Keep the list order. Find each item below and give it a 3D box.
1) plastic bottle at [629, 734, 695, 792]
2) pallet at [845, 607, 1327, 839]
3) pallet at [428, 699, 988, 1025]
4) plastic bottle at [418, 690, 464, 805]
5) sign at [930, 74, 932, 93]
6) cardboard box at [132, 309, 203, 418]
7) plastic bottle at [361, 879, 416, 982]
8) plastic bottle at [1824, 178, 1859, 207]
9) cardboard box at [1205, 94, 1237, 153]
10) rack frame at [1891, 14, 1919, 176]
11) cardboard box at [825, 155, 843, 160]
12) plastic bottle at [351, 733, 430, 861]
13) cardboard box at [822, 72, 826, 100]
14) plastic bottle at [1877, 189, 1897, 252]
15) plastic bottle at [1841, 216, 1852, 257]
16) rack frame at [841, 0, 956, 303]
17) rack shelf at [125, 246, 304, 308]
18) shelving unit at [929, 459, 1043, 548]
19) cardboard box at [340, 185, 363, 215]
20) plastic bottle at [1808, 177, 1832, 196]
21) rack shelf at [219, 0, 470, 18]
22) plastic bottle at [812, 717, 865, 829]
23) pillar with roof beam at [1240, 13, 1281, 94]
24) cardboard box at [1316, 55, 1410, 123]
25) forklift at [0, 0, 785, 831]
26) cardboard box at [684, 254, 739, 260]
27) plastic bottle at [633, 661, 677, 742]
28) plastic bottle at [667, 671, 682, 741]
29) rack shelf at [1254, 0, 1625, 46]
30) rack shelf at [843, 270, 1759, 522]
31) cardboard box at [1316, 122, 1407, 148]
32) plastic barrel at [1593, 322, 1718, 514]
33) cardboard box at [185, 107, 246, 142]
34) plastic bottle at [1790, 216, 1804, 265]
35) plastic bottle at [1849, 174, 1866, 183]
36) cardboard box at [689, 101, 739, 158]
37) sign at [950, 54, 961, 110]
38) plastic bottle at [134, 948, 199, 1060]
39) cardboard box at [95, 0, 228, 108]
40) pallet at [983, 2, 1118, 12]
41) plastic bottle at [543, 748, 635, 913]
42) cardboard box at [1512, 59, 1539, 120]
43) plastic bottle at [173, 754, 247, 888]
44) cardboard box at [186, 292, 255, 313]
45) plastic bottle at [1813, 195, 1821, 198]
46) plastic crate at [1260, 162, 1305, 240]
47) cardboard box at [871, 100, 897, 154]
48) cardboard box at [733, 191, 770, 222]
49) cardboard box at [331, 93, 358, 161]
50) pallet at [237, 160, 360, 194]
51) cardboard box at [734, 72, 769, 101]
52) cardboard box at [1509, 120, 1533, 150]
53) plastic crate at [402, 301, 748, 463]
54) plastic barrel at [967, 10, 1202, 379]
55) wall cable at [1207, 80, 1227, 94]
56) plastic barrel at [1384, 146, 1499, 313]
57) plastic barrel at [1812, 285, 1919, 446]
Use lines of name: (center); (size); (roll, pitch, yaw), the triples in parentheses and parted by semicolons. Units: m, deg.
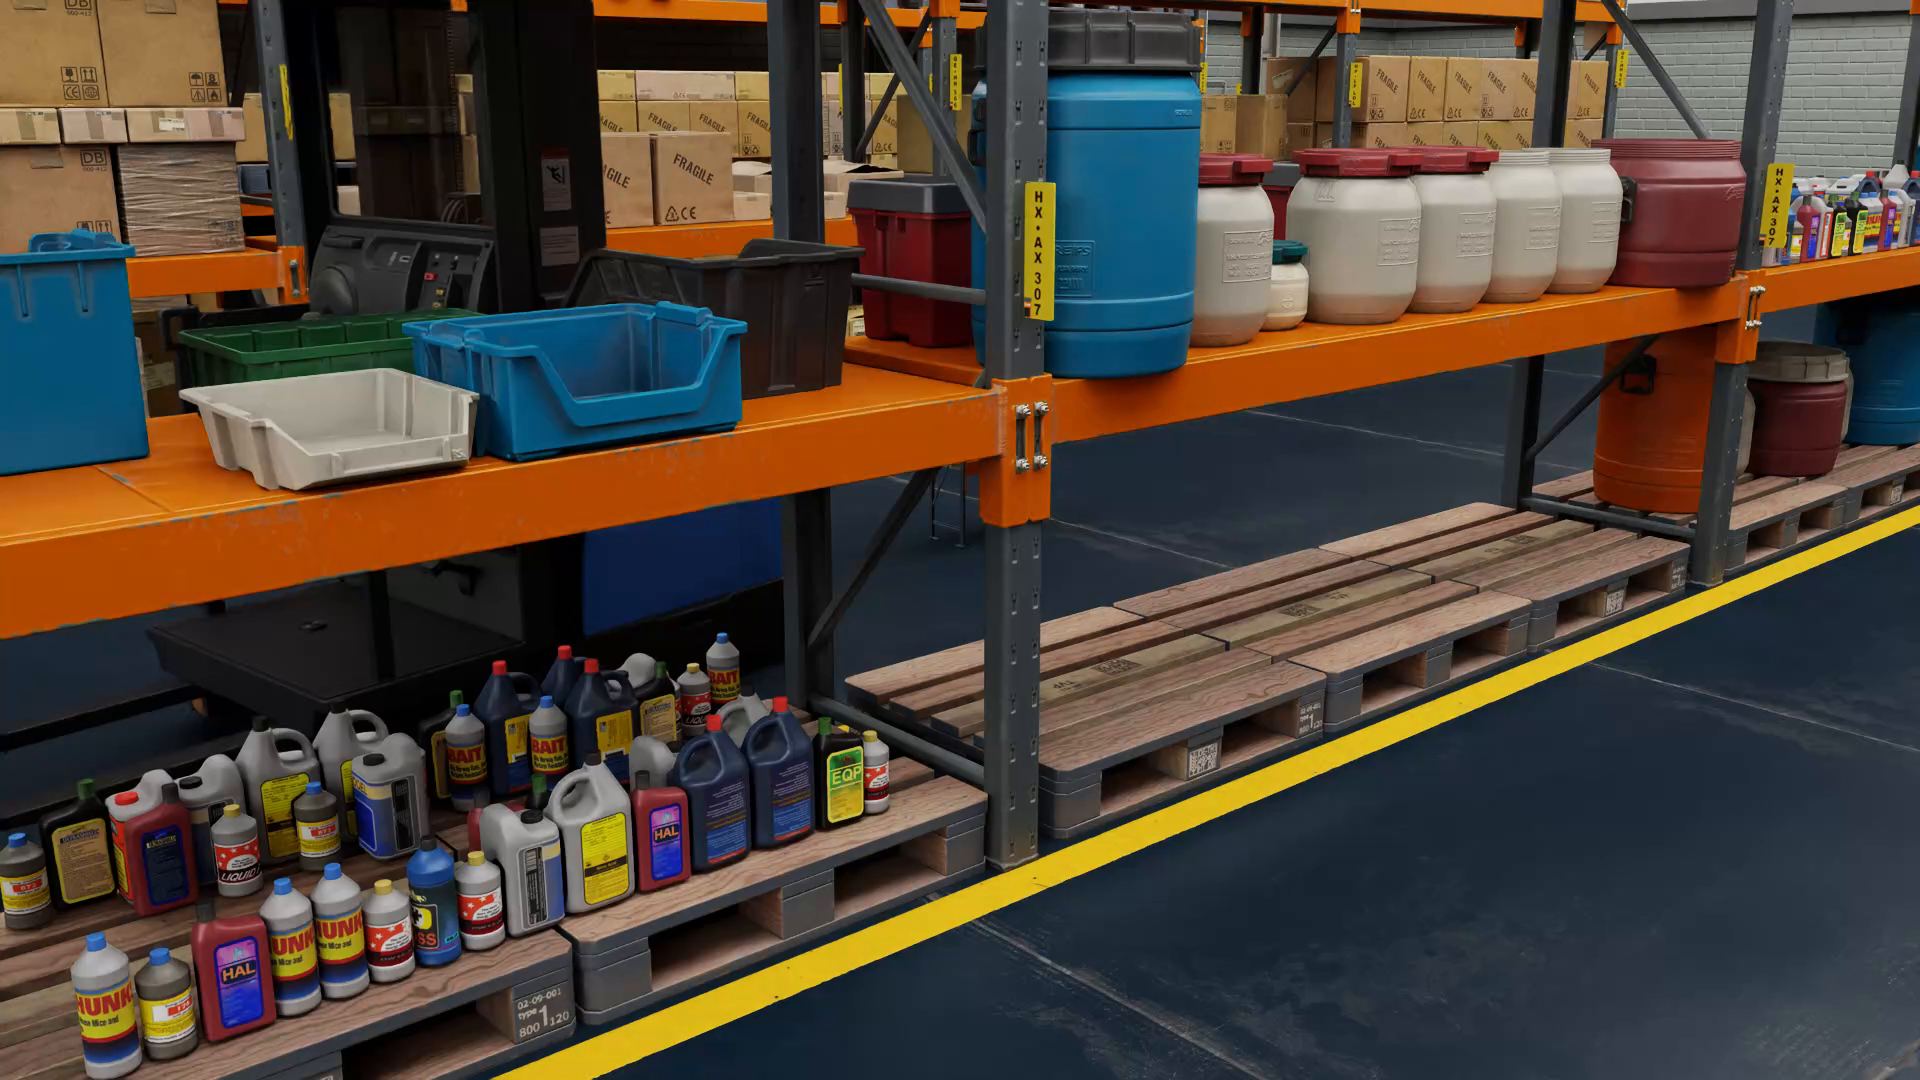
plastic bottle: (-0.719, 0.607, 4.091); (0.135, 0.276, 0.152); (-13, 19, -39)
pallet: (0.405, 0.537, 5.330); (1.213, 0.211, 1.003); (-13, 19, -39)
pallet: (-0.696, 0.783, 4.408); (1.213, 0.211, 1.003); (-13, 19, -39)
plastic bottle: (-1.337, 0.538, 4.334); (0.133, 0.283, 0.061); (-12, 19, -37)
sign: (-0.266, -4.371, 16.210); (0.005, 0.325, 0.100); (-13, 19, -39)
cardboard box: (-3.966, -0.854, 8.195); (0.500, 0.500, 0.500); (-13, 19, -39)
plastic bottle: (-1.198, 0.809, 3.478); (0.097, 0.201, 0.097); (0, 15, 0)
plastic bottle: (4.675, -1.774, 8.820); (0.135, 0.276, 0.152); (-13, 19, -39)
cardboard box: (1.643, -3.075, 12.443); (0.500, 0.500, 0.700); (-9, 17, -31)
rack frame: (5.873, -2.025, 9.518); (0.127, 3.000, 1.000); (-13, 19, -39)
cardboard box: (-1.260, -3.591, 15.828); (0.250, 0.149, 0.380); (-13, 19, -39)
plastic bottle: (-1.390, 0.618, 4.048); (0.135, 0.276, 0.152); (-13, 19, -39)
cardboard box: (-1.591, -4.217, 15.464); (0.500, 0.250, 0.500); (-12, 19, -38)
plastic bottle: (4.296, -1.488, 7.734); (0.133, 0.283, 0.061); (-13, 19, -39)
plastic bottle: (3.950, -1.377, 7.477); (0.097, 0.201, 0.097); (0, 15, 0)
rack frame: (-0.393, -2.312, 10.593); (0.127, 3.000, 1.000); (-13, 19, -39)
rack shelf: (-4.919, -0.948, 6.881); (4.000, 0.370, 1.077); (-13, 19, -39)
shelving unit: (0.125, -0.608, 7.700); (0.503, 1.200, 0.258); (-13, 19, -39)
cardboard box: (-3.068, -1.654, 8.420); (0.500, 0.250, 0.500); (-11, 19, -36)
plastic bottle: (4.576, -1.804, 8.931); (0.135, 0.276, 0.152); (-13, 19, -39)
rack shelf: (-5.156, -4.039, 12.639); (4.000, 0.370, 1.077); (-13, 19, -39)
plastic bottle: (-0.308, 0.576, 4.192); (0.133, 0.283, 0.061); (-11, 19, -37)
pillar with roof beam: (6.683, -7.317, 17.706); (0.400, 9.000, 9.100); (-13, 19, -39)
cardboard box: (3.165, -3.546, 13.082); (0.500, 0.500, 0.500); (-12, 19, -38)
forklift: (-1.891, -0.798, 5.057); (1.130, 2.935, 3.031); (12, 19, 38)
cardboard box: (-2.342, -2.686, 15.346); (0.750, 0.750, 0.750); (-13, 20, -40)
plastic bottle: (-0.845, 0.480, 4.553); (0.133, 0.283, 0.061); (-13, 19, -39)
plastic bottle: (-0.843, 0.473, 4.737); (0.097, 0.201, 0.097); (0, 15, 0)
rack shelf: (4.133, -4.430, 14.104); (4.000, 0.370, 1.077); (-13, 19, -39)
rack shelf: (1.347, -0.661, 5.805); (4.000, 0.370, 1.077); (-13, 19, -39)
cardboard box: (3.188, -3.071, 13.242); (0.500, 0.500, 0.500); (-12, 19, -38)
plastic barrel: (3.214, -0.588, 7.529); (0.708, 0.830, 0.600); (-13, 19, -39)
cardboard box: (-3.475, -1.908, 7.631); (0.250, 0.149, 0.380); (-13, 20, -39)
plastic bottle: (3.573, -1.292, 7.161); (0.097, 0.201, 0.097); (0, 15, 0)
plastic bottle: (4.998, -1.899, 9.286); (0.135, 0.276, 0.152); (-13, 19, -39)
cardboard box: (-2.337, -3.681, 14.908); (0.500, 0.500, 0.500); (-13, 20, -40)
sign: (-0.026, -2.764, 10.042); (0.005, 0.325, 0.100); (-13, 19, -39)
plastic bottle: (-1.529, 0.883, 3.200); (0.097, 0.201, 0.097); (0, 15, 0)
cardboard box: (-3.741, -2.233, 7.590); (0.500, 0.500, 0.700); (-13, 19, -39)
pallet: (0.914, -5.702, 17.643); (1.213, 0.211, 1.003); (-13, 19, -39)
plastic bottle: (-0.847, 0.650, 3.784); (0.185, 0.351, 0.144); (-13, 20, -40)
cardboard box: (4.718, -3.895, 14.389); (0.500, 0.500, 0.500); (-12, 19, -38)
plastic bottle: (-1.769, 0.654, 3.914); (0.135, 0.276, 0.152); (-13, 20, -41)
cardboard box: (-5.764, -1.828, 12.774); (0.500, 0.500, 0.700); (-13, 20, -40)
plastic bottle: (3.809, -1.400, 7.428); (0.097, 0.271, 0.097); (0, 15, 0)
plastic crate: (1.436, -1.164, 6.171); (0.583, 0.464, 0.402); (-13, 19, -39)
cardboard box: (-0.813, -4.028, 16.208); (0.500, 0.500, 0.500); (-13, 20, -40)
cardboard box: (-1.318, -1.964, 9.776); (0.250, 0.149, 0.380); (-11, 18, -35)
cardboard box: (-4.921, -3.240, 13.020); (0.500, 0.500, 0.700); (-13, 19, -39)
pallet: (-5.114, -2.840, 12.941); (1.213, 0.211, 1.003); (-13, 19, -39)
cardboard box: (-1.975, -4.131, 15.140); (0.500, 0.250, 0.500); (-13, 20, -40)
cardboard box: (4.714, -3.415, 14.528); (0.500, 0.500, 0.500); (-12, 19, -39)
plastic crate: (-0.818, -0.357, 3.563); (0.616, 0.251, 0.499); (-13, 19, -39)
plastic barrel: (0.329, -0.918, 4.404); (0.708, 0.901, 0.600); (-13, 19, -39)
wall cable: (2.733, -5.523, 20.645); (1.851, 1.984, 0.084); (-13, 19, -39)
plastic barrel: (1.584, -1.052, 5.613); (0.433, 0.535, 0.433); (0, 15, 0)
plastic barrel: (4.918, -1.005, 8.953); (0.708, 0.901, 0.600); (-13, 19, -39)
